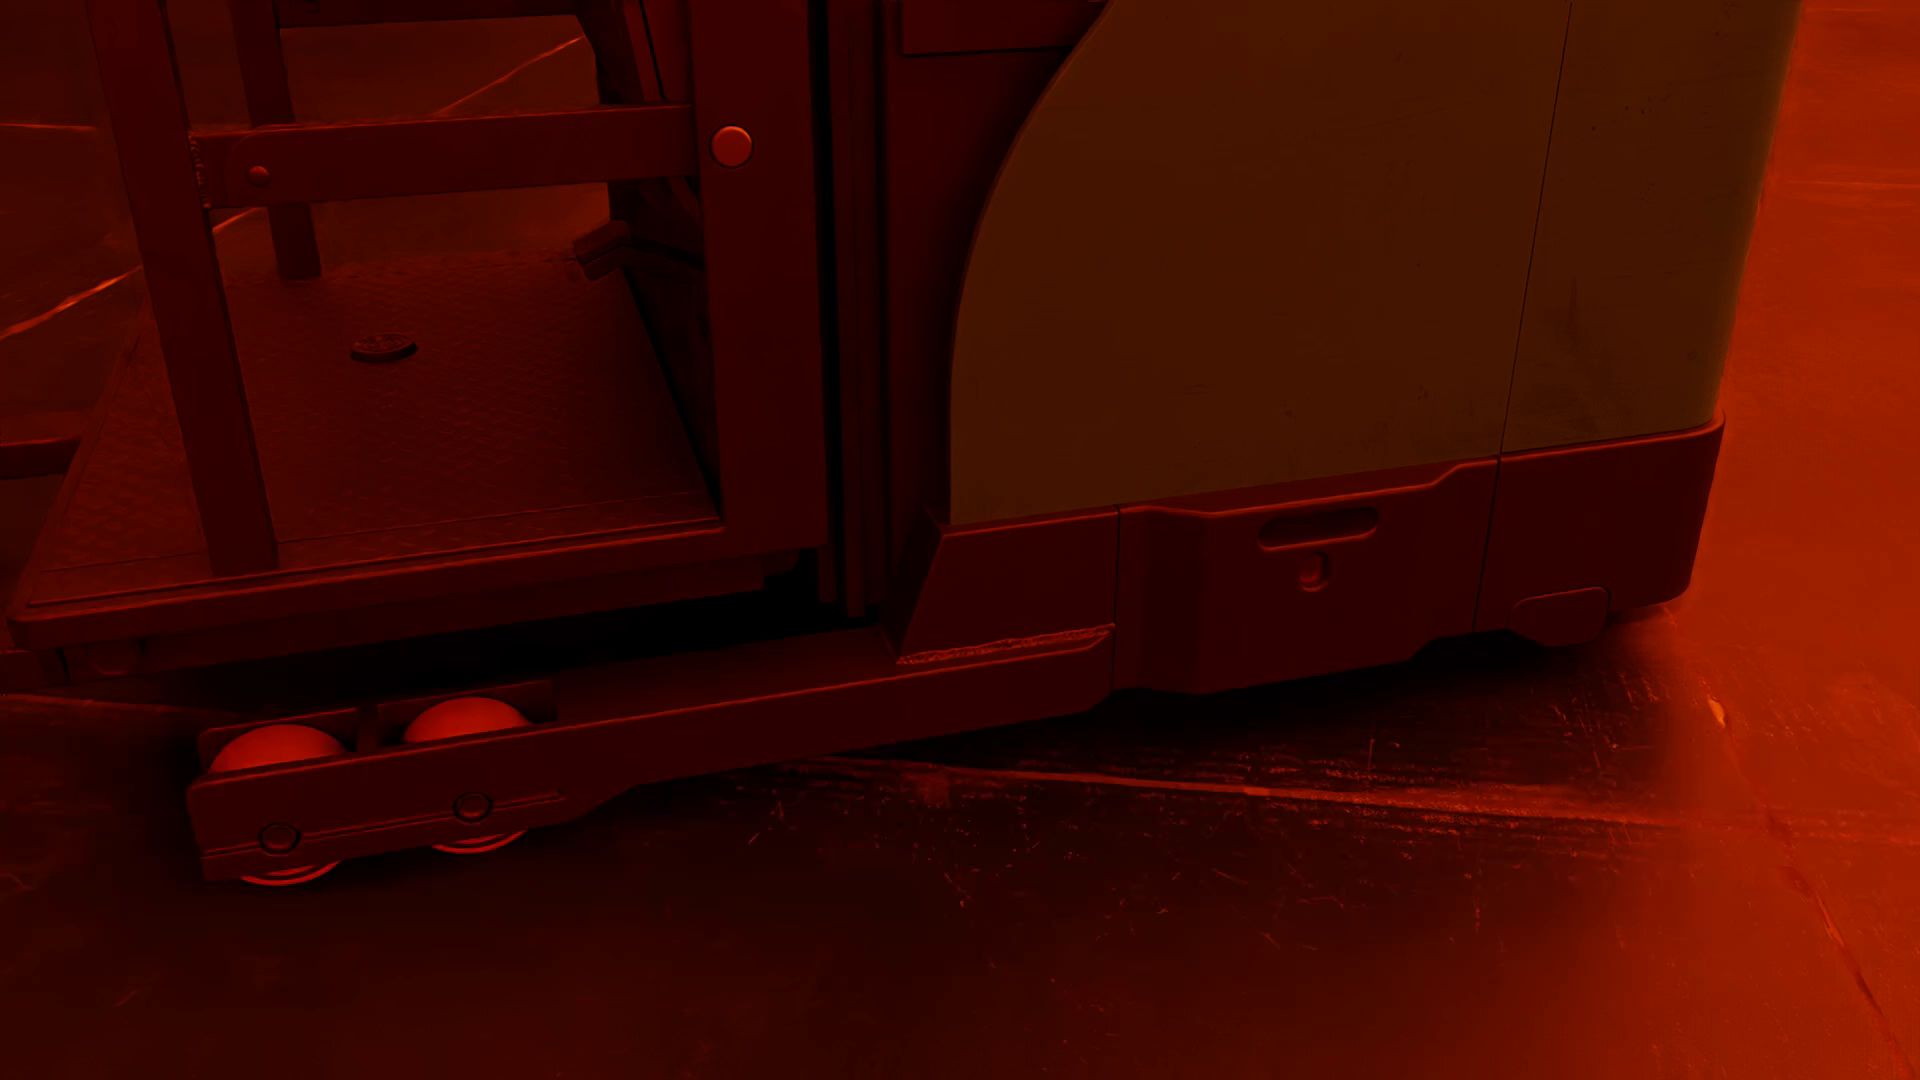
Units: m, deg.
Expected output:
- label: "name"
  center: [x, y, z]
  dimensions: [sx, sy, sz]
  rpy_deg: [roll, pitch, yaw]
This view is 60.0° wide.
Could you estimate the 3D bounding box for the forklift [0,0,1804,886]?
- label: "forklift"
  center: [-0.591, -1.208, 1.639]
  dimensions: [3.031, 2.935, 1.130]
  rpy_deg: [-8, 27, -15]
